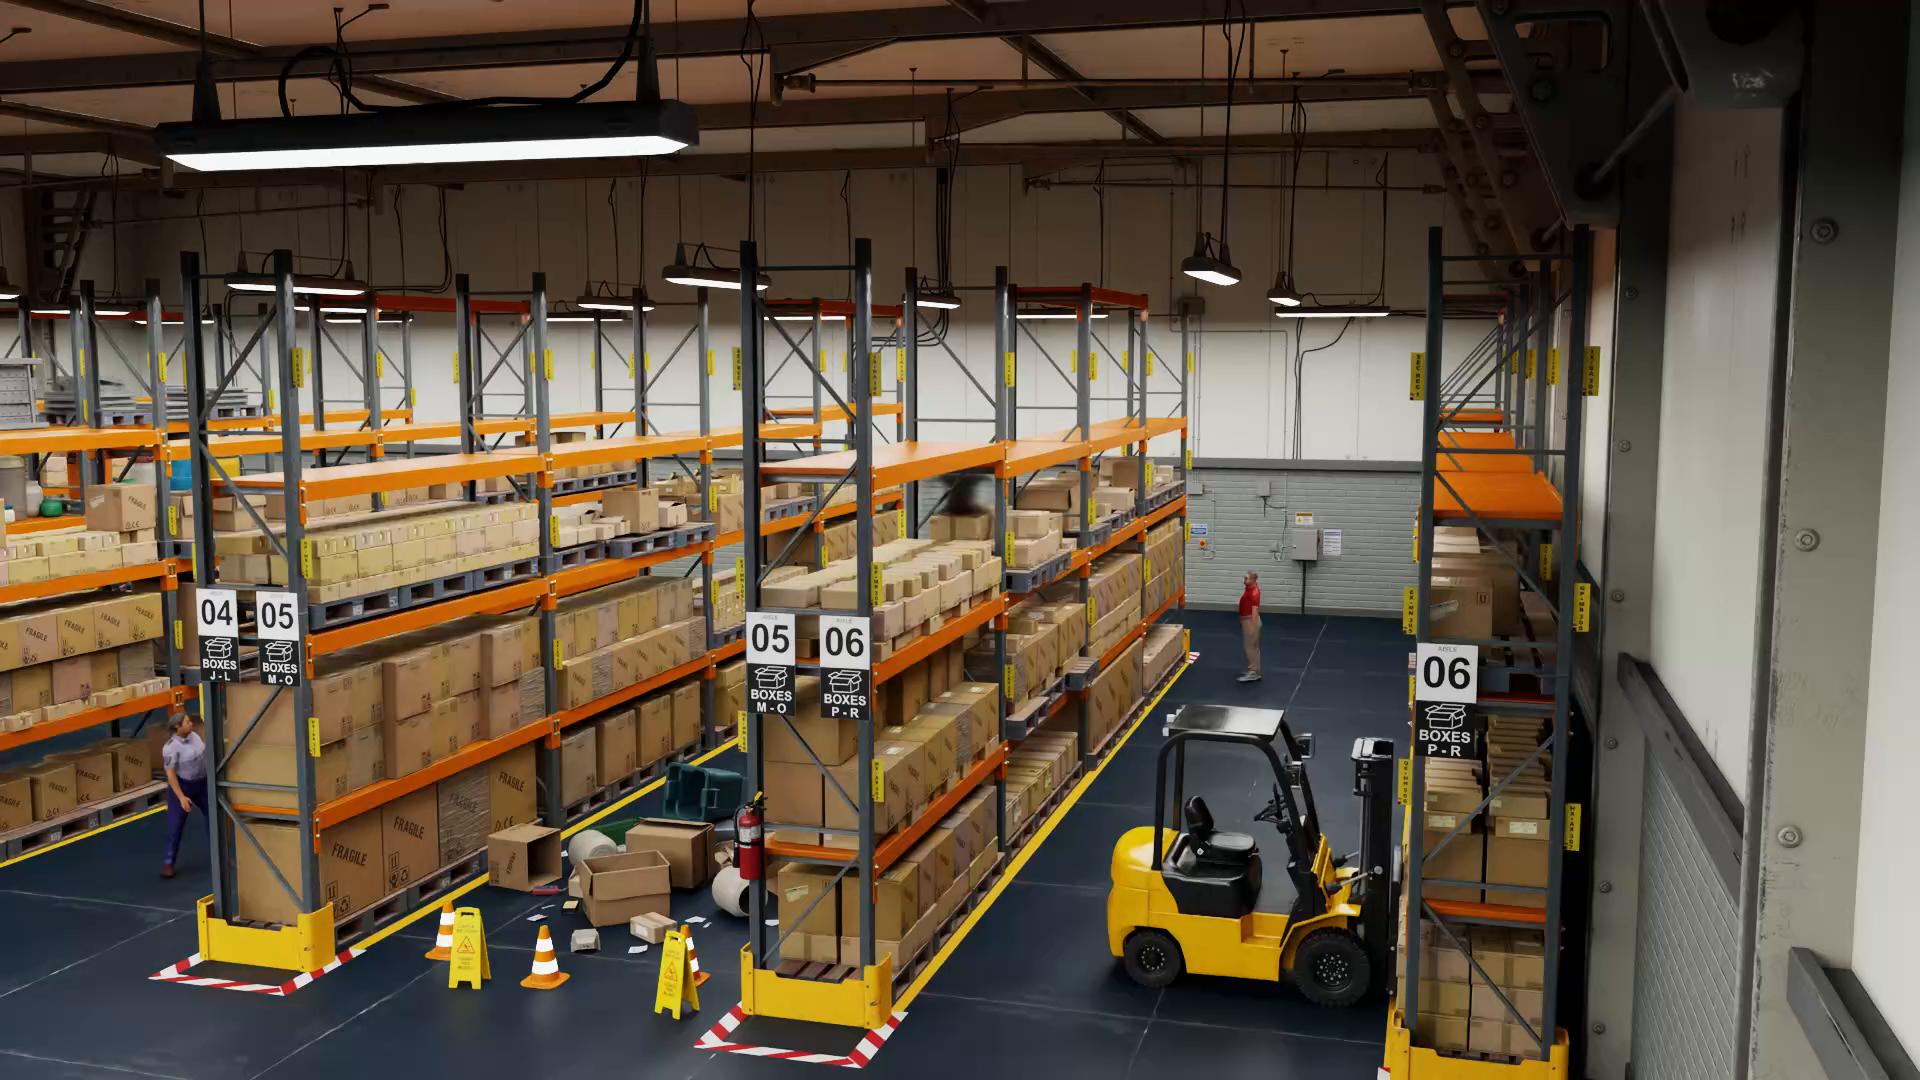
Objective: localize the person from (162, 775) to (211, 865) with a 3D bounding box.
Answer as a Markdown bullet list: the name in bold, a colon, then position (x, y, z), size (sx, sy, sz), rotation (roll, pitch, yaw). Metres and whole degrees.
- **person**: position (-7.708, 2.757, 16.722), size (0.414, 0.954, 0.543), rotation (3, 7, 27)

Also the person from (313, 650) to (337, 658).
- **person**: position (-7.706, 1.742, 20.189), size (0.519, 0.981, 0.450), rotation (-4, 8, -34)

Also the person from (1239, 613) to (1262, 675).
- **person**: position (4.600, 1.641, 26.410), size (0.366, 0.995, 0.419), rotation (1, 6, 9)
